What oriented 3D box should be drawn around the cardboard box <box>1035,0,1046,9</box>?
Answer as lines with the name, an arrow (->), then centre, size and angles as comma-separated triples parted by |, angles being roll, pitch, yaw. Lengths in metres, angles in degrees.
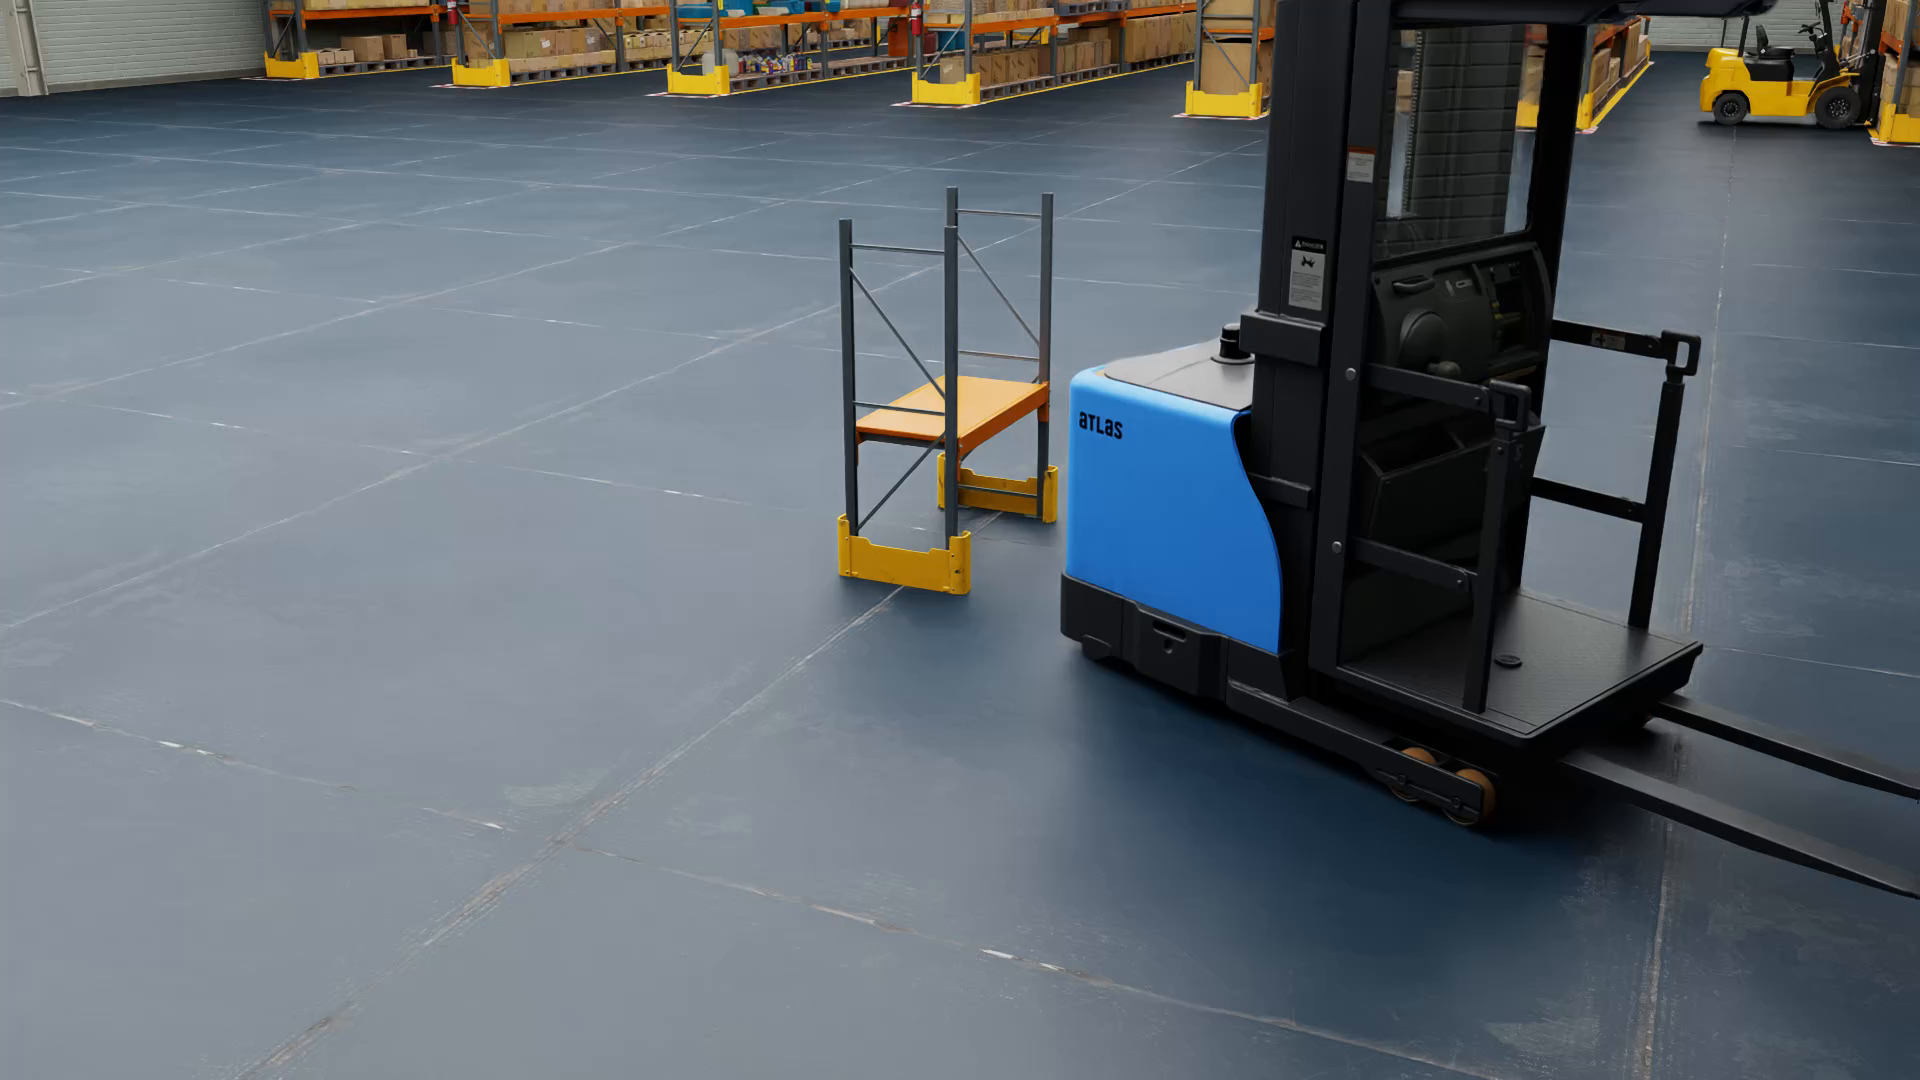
cardboard box -> 1.124, -10.216, 31.124 | 0.875, 0.500, 0.500 | 9, 21, 23

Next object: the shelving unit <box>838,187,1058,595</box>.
shelving unit -> -0.031, -0.683, 7.152 | 0.587, 1.500, 1.083 | 9, 21, 23

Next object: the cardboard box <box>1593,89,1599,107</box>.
cardboard box -> 9.566, -6.841, 25.705 | 0.500, 0.250, 0.500 | 9, 22, 25

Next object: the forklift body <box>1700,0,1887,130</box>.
forklift body -> 12.409, -7.325, 24.856 | 2.313, 2.155, 1.214 | 9, 21, 23

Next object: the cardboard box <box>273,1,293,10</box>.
cardboard box -> -13.816, -11.082, 34.347 | 0.500, 0.250, 0.500 | 9, 21, 23

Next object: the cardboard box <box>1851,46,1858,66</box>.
cardboard box -> 17.599, -9.302, 32.253 | 0.500, 0.500, 0.500 | 8, 21, 22

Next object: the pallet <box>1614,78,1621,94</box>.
pallet -> 11.722, -8.468, 30.964 | 1.003, 0.211, 1.213 | 9, 21, 23

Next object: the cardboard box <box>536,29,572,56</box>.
cardboard box -> -8.271, -10.142, 33.869 | 0.500, 0.500, 0.500 | 9, 21, 23

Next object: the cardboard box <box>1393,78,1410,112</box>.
cardboard box -> 7.177, -7.283, 27.197 | 0.797, 0.503, 0.637 | -5, 20, -15

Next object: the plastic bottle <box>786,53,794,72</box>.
plastic bottle -> -3.366, -9.402, 32.727 | 0.144, 0.351, 0.185 | 8, 21, 22

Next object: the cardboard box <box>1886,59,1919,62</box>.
cardboard box -> 13.817, -6.918, 24.430 | 0.500, 0.250, 0.500 | 8, 21, 22

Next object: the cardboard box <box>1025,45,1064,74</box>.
cardboard box -> 1.635, -9.372, 32.418 | 0.700, 0.500, 0.500 | 7, 21, 19

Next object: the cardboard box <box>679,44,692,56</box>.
cardboard box -> -6.443, -11.137, 37.786 | 0.500, 0.250, 0.500 | 9, 22, 24

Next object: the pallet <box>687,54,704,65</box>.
pallet -> -6.406, -11.180, 38.592 | 1.003, 0.211, 1.213 | 9, 21, 23

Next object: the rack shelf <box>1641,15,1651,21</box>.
rack shelf -> 14.500, -11.516, 36.446 | 1.077, 0.370, 4.000 | 9, 21, 23

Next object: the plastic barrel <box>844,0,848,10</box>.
plastic barrel -> -2.472, -11.155, 34.566 | 0.301, 0.262, 0.301 | 0, 20, 0

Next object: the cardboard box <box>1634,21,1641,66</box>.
cardboard box -> 13.500, -10.239, 34.328 | 0.875, 0.875, 0.875 | 9, 22, 24

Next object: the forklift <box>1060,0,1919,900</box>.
forklift -> 1.729, -0.709, 5.089 | 1.130, 2.935, 3.031 | -16, 25, -38

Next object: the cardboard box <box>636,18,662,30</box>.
cardboard box -> -8.517, -13.877, 45.115 | 0.700, 0.500, 0.500 | 9, 21, 23

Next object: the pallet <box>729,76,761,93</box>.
pallet -> -4.467, -8.578, 31.273 | 1.003, 0.211, 1.213 | 9, 21, 23

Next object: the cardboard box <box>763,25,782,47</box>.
cardboard box -> -4.752, -12.500, 41.213 | 0.500, 0.500, 0.500 | 9, 21, 23

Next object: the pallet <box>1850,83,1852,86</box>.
pallet -> 17.414, -8.621, 31.396 | 1.003, 0.211, 1.213 | 9, 21, 23

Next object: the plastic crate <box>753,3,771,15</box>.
plastic crate -> -3.968, -10.361, 32.442 | 0.450, 0.188, 0.662 | 9, 21, 23

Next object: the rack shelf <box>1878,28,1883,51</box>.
rack shelf -> 15.754, -8.390, 27.658 | 1.077, 0.370, 4.000 | 9, 21, 23

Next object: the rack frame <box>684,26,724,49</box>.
rack frame -> -6.034, -12.741, 38.817 | 1.000, 3.000, 0.127 | 9, 21, 23

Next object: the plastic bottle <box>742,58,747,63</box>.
plastic bottle -> -4.255, -9.276, 32.482 | 0.152, 0.276, 0.135 | 8, 21, 21

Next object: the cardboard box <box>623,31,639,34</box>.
cardboard box -> -7.354, -11.160, 37.012 | 0.500, 0.311, 0.500 | 8, 21, 23

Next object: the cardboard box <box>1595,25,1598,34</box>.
cardboard box -> 9.368, -7.681, 24.965 | 0.380, 0.149, 0.250 | 8, 21, 21

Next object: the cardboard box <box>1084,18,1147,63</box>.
cardboard box -> 3.304, -10.785, 35.863 | 1.225, 0.875, 0.875 | 8, 21, 20

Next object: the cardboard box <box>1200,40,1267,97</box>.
cardboard box -> 4.427, -7.636, 27.009 | 0.875, 0.875, 0.875 | 9, 21, 23

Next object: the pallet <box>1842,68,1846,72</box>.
pallet -> 18.493, -9.459, 33.752 | 1.003, 0.211, 1.213 | 9, 21, 23

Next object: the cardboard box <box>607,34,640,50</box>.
cardboard box -> -7.275, -10.777, 35.934 | 0.500, 0.311, 0.500 | 9, 21, 23

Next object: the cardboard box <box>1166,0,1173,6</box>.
cardboard box -> 4.489, -12.319, 37.483 | 0.500, 0.500, 0.500 | 9, 22, 24

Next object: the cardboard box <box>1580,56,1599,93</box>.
cardboard box -> 9.359, -7.047, 25.164 | 0.500, 0.500, 0.500 | 8, 21, 21

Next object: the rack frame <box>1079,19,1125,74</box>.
rack frame -> 3.002, -11.380, 34.992 | 1.000, 3.000, 0.127 | 9, 21, 23

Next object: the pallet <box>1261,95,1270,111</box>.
pallet -> 4.466, -7.164, 27.299 | 1.003, 0.211, 1.213 | 9, 21, 23

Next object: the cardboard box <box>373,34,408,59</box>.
cardboard box -> -12.581, -10.903, 36.724 | 0.500, 0.500, 0.500 | 7, 21, 19

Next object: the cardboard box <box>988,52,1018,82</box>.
cardboard box -> 0.754, -8.684, 30.514 | 0.500, 0.500, 0.500 | 7, 21, 18

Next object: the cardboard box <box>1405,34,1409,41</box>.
cardboard box -> 10.117, -11.578, 38.287 | 0.380, 0.149, 0.250 | 9, 21, 23

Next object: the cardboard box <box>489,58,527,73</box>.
cardboard box -> -8.887, -9.331, 32.706 | 0.500, 0.250, 0.500 | 9, 21, 23

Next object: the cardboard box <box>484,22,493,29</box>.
cardboard box -> -11.299, -12.251, 39.396 | 0.500, 0.250, 0.500 | 8, 21, 22

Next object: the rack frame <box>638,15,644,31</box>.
rack frame -> -8.917, -14.642, 44.163 | 1.000, 3.000, 0.127 | 9, 21, 23

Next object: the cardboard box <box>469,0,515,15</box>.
cardboard box -> -9.107, -10.483, 32.320 | 0.700, 0.500, 0.500 | 9, 21, 23

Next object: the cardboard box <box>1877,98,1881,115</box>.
cardboard box -> 13.627, -6.287, 24.146 | 0.500, 0.250, 0.500 | 9, 21, 23

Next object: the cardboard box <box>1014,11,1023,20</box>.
cardboard box -> 0.917, -9.476, 30.014 | 0.380, 0.149, 0.250 | 9, 21, 23

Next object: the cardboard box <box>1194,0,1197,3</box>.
cardboard box -> 5.386, -12.771, 39.277 | 0.380, 0.149, 0.250 | 8, 21, 21

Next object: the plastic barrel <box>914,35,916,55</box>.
plastic barrel -> -1.182, -11.422, 38.196 | 0.421, 0.512, 0.421 | 0, 20, 0

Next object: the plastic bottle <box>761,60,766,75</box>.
plastic bottle -> -3.766, -9.048, 31.848 | 0.097, 0.271, 0.097 | 0, 20, 0

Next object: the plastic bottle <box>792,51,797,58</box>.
plastic bottle -> -3.287, -9.580, 33.226 | 0.144, 0.351, 0.185 | 9, 21, 23

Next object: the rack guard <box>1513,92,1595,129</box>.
rack guard -> 8.798, -6.420, 24.776 | 1.175, 0.500, 0.348 | 9, 21, 23

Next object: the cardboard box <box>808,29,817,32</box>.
cardboard box -> -4.114, -13.346, 43.876 | 0.500, 0.311, 0.500 | 9, 21, 23

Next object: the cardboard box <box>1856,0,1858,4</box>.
cardboard box -> 17.597, -10.533, 31.833 | 0.700, 0.500, 0.500 | 9, 21, 23

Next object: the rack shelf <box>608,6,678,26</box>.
rack shelf -> -6.853, -11.790, 37.219 | 1.077, 0.370, 4.000 | 9, 21, 23

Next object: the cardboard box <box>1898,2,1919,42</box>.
cardboard box -> 13.259, -7.129, 22.887 | 0.500, 0.500, 0.500 | 8, 21, 21

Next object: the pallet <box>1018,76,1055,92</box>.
pallet -> 1.122, -8.633, 31.430 | 1.003, 0.211, 1.213 | 9, 21, 23
